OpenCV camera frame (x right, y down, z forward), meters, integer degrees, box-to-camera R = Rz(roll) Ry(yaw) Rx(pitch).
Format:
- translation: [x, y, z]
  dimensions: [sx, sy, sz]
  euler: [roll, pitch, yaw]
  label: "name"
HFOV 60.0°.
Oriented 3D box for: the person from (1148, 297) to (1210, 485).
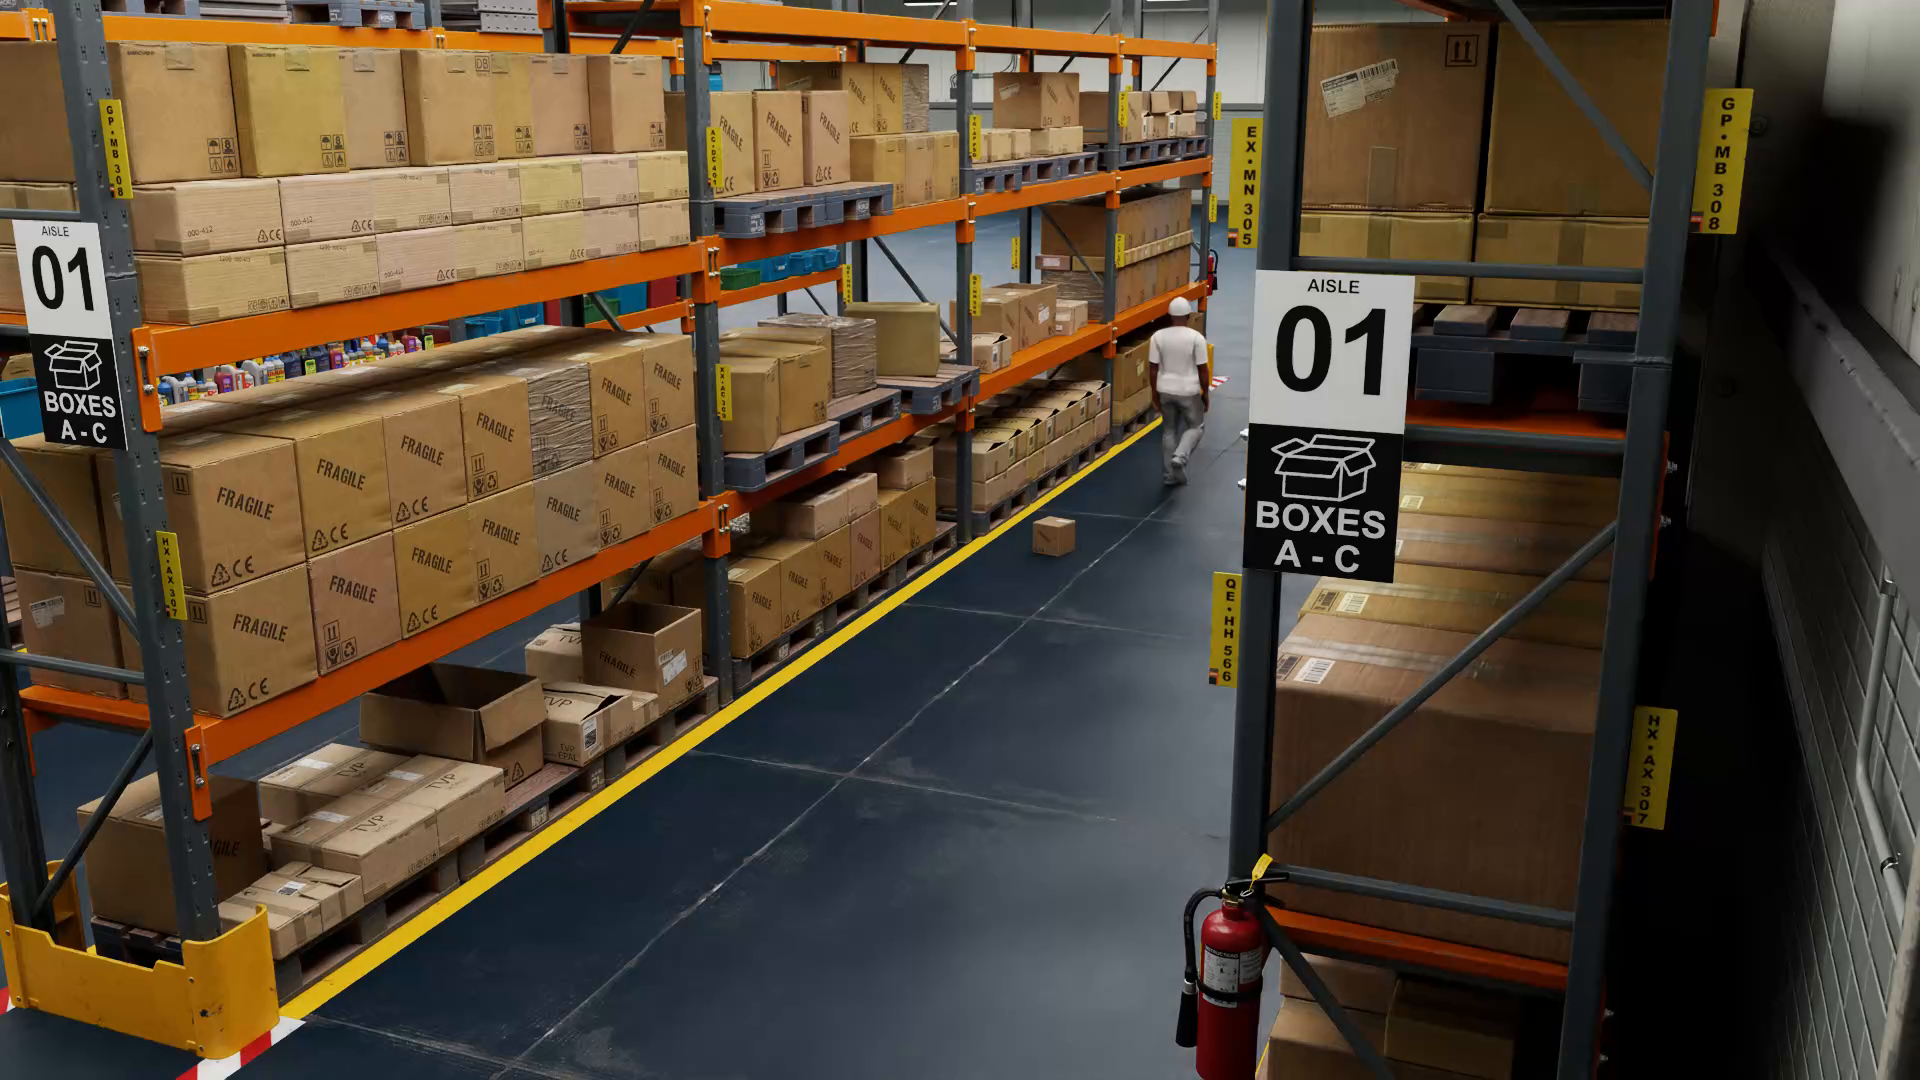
- translation: [2.019, -1.361, 15.370]
  dimensions: [0.577, 1.759, 0.595]
  euler: [7, 17, 23]
  label: "person"
